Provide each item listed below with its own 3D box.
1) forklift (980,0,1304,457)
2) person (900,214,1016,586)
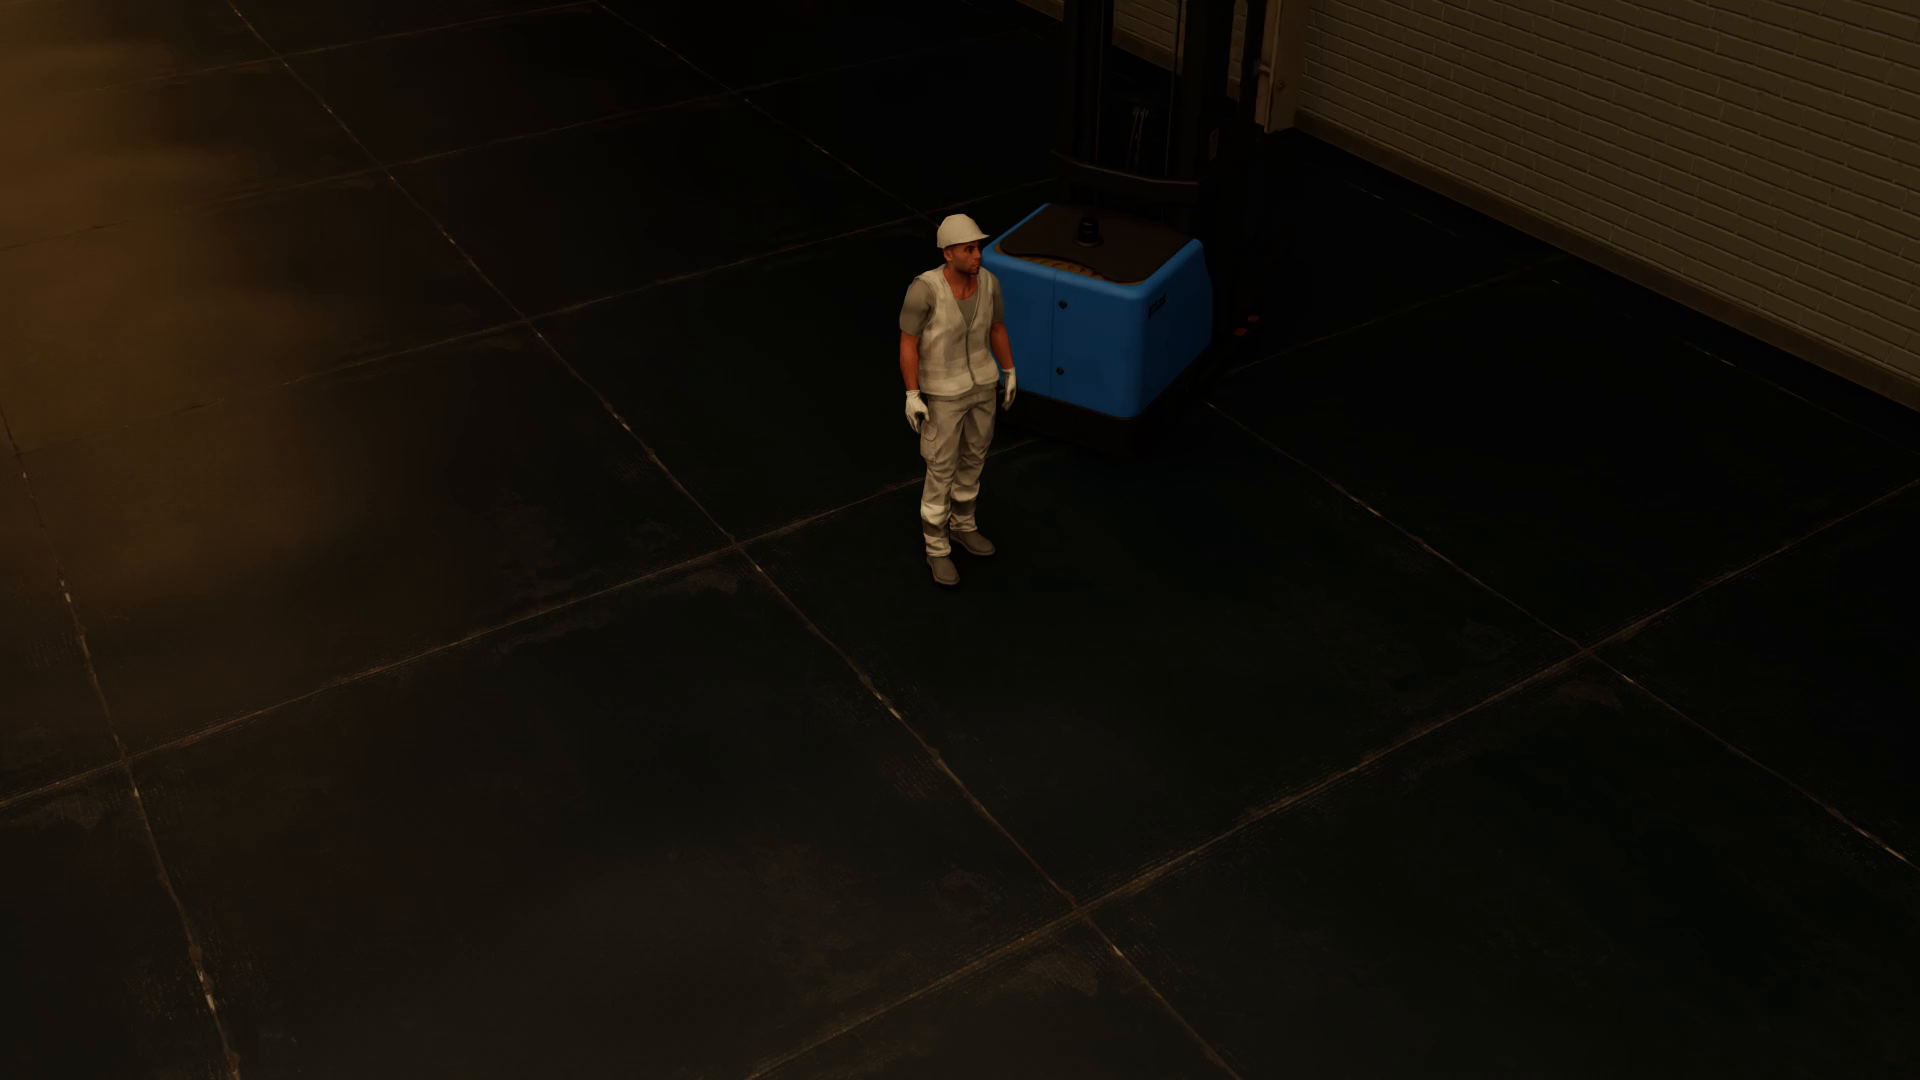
[{"bbox_3d":[1.275,-2.482,9.679,1.130,2.935,3.031,19,39,25],"label":"forklift"},{"bbox_3d":[0.035,-0.695,8.118,0.638,1.790,0.561,-21,40,-27],"label":"person"}]
